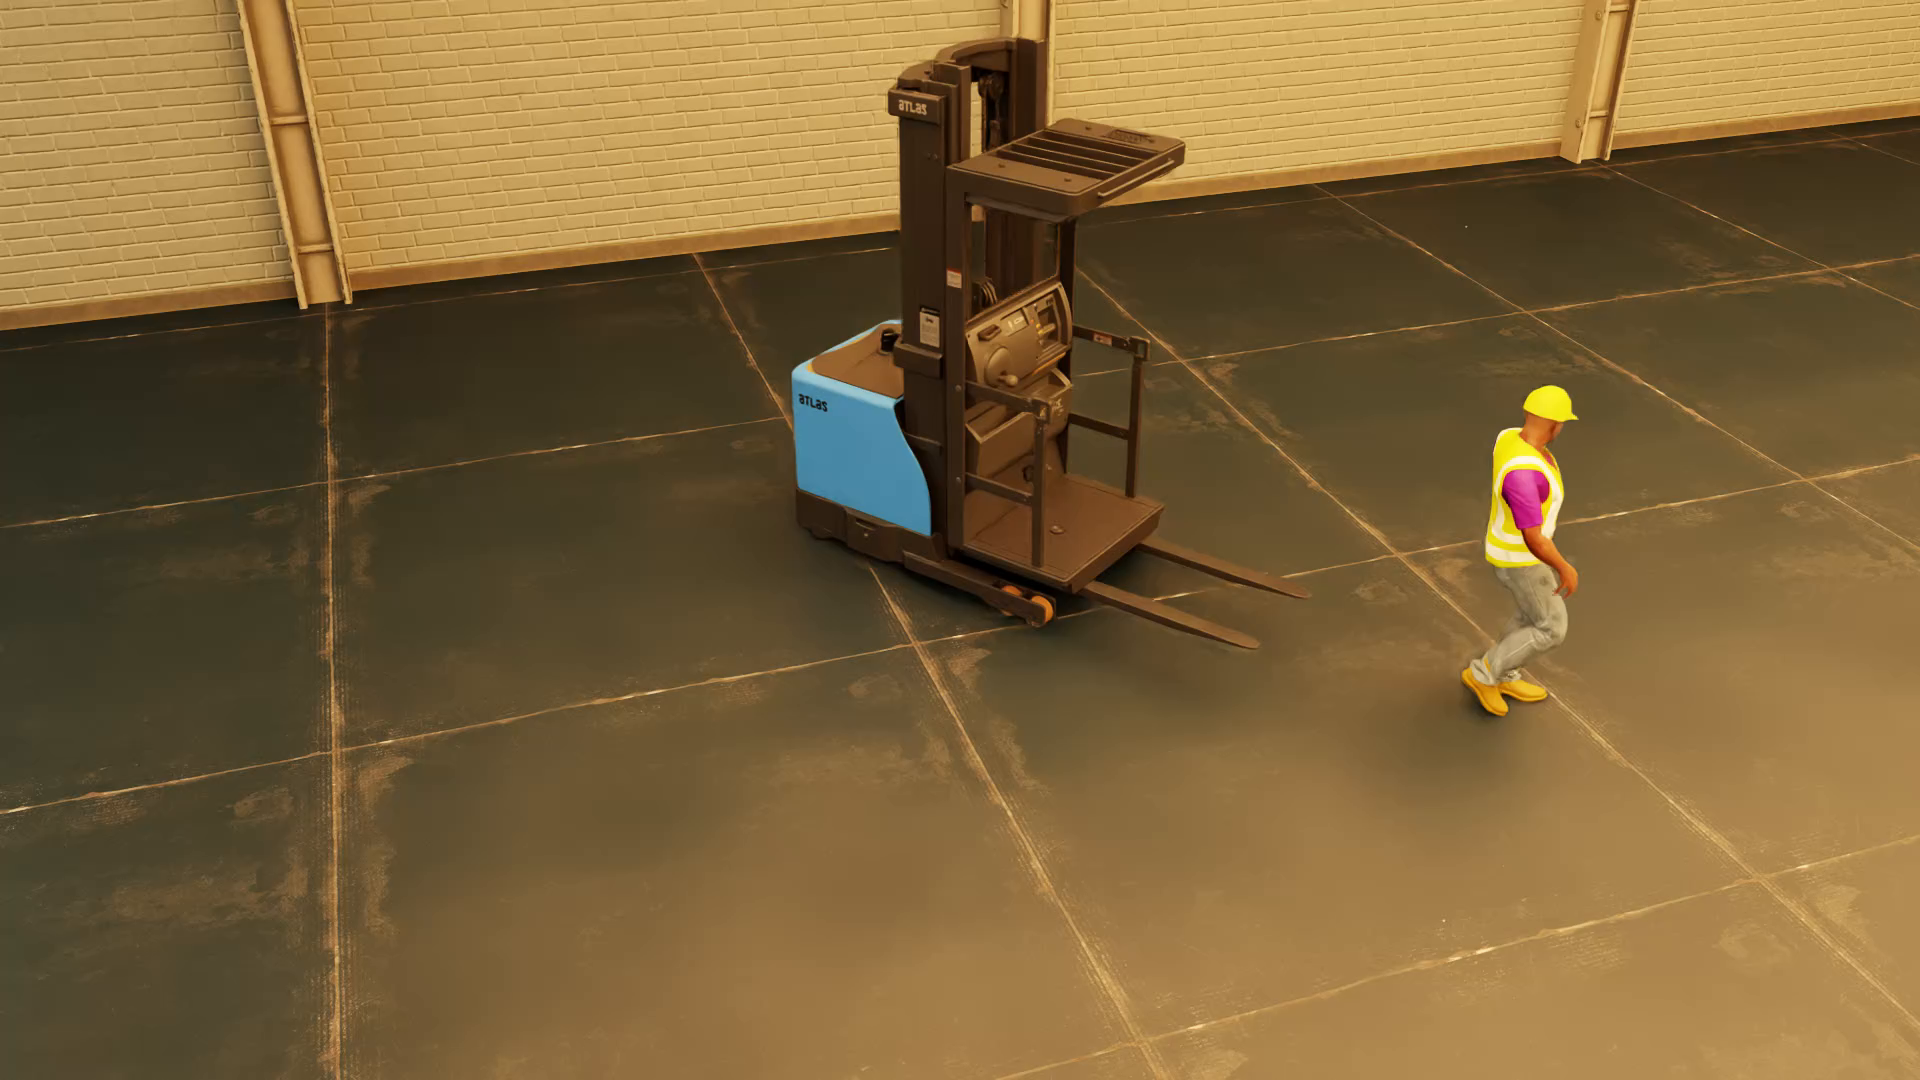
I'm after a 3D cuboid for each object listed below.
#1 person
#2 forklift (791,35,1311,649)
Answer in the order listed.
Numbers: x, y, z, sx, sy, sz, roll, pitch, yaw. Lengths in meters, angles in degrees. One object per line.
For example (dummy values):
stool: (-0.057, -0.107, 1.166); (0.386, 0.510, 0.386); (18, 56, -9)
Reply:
person: (2.818, 0.033, 8.236); (0.490, 1.732, 0.816); (10, 31, 17)
forklift: (0.496, -1.093, 8.986); (3.031, 2.935, 1.130); (20, 35, 31)
